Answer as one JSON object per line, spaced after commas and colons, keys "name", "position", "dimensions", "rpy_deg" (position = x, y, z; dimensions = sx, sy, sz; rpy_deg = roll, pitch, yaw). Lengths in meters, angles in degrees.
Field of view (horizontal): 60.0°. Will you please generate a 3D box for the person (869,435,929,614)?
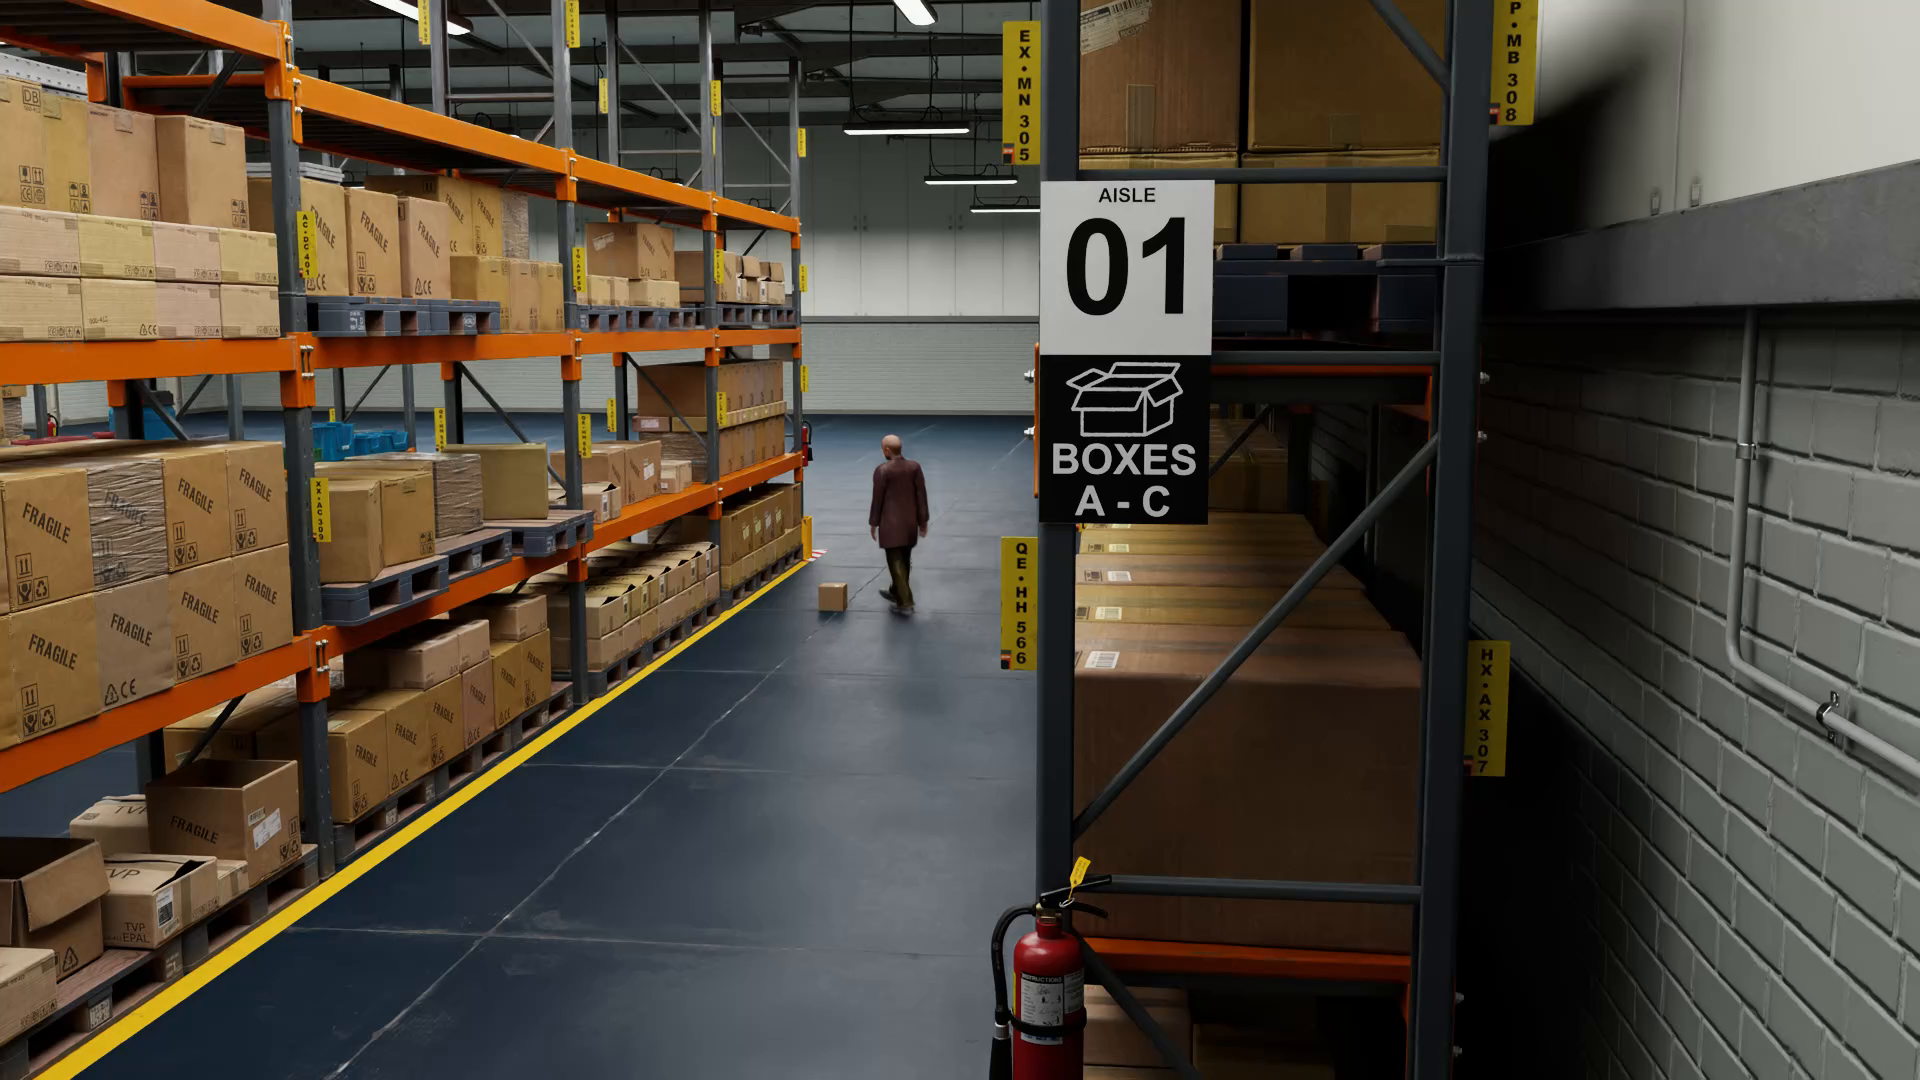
{"name": "person", "position": [-0.675, -0.183, 16.610], "dimensions": [0.615, 1.751, 0.854], "rpy_deg": [-5, 9, -36]}
